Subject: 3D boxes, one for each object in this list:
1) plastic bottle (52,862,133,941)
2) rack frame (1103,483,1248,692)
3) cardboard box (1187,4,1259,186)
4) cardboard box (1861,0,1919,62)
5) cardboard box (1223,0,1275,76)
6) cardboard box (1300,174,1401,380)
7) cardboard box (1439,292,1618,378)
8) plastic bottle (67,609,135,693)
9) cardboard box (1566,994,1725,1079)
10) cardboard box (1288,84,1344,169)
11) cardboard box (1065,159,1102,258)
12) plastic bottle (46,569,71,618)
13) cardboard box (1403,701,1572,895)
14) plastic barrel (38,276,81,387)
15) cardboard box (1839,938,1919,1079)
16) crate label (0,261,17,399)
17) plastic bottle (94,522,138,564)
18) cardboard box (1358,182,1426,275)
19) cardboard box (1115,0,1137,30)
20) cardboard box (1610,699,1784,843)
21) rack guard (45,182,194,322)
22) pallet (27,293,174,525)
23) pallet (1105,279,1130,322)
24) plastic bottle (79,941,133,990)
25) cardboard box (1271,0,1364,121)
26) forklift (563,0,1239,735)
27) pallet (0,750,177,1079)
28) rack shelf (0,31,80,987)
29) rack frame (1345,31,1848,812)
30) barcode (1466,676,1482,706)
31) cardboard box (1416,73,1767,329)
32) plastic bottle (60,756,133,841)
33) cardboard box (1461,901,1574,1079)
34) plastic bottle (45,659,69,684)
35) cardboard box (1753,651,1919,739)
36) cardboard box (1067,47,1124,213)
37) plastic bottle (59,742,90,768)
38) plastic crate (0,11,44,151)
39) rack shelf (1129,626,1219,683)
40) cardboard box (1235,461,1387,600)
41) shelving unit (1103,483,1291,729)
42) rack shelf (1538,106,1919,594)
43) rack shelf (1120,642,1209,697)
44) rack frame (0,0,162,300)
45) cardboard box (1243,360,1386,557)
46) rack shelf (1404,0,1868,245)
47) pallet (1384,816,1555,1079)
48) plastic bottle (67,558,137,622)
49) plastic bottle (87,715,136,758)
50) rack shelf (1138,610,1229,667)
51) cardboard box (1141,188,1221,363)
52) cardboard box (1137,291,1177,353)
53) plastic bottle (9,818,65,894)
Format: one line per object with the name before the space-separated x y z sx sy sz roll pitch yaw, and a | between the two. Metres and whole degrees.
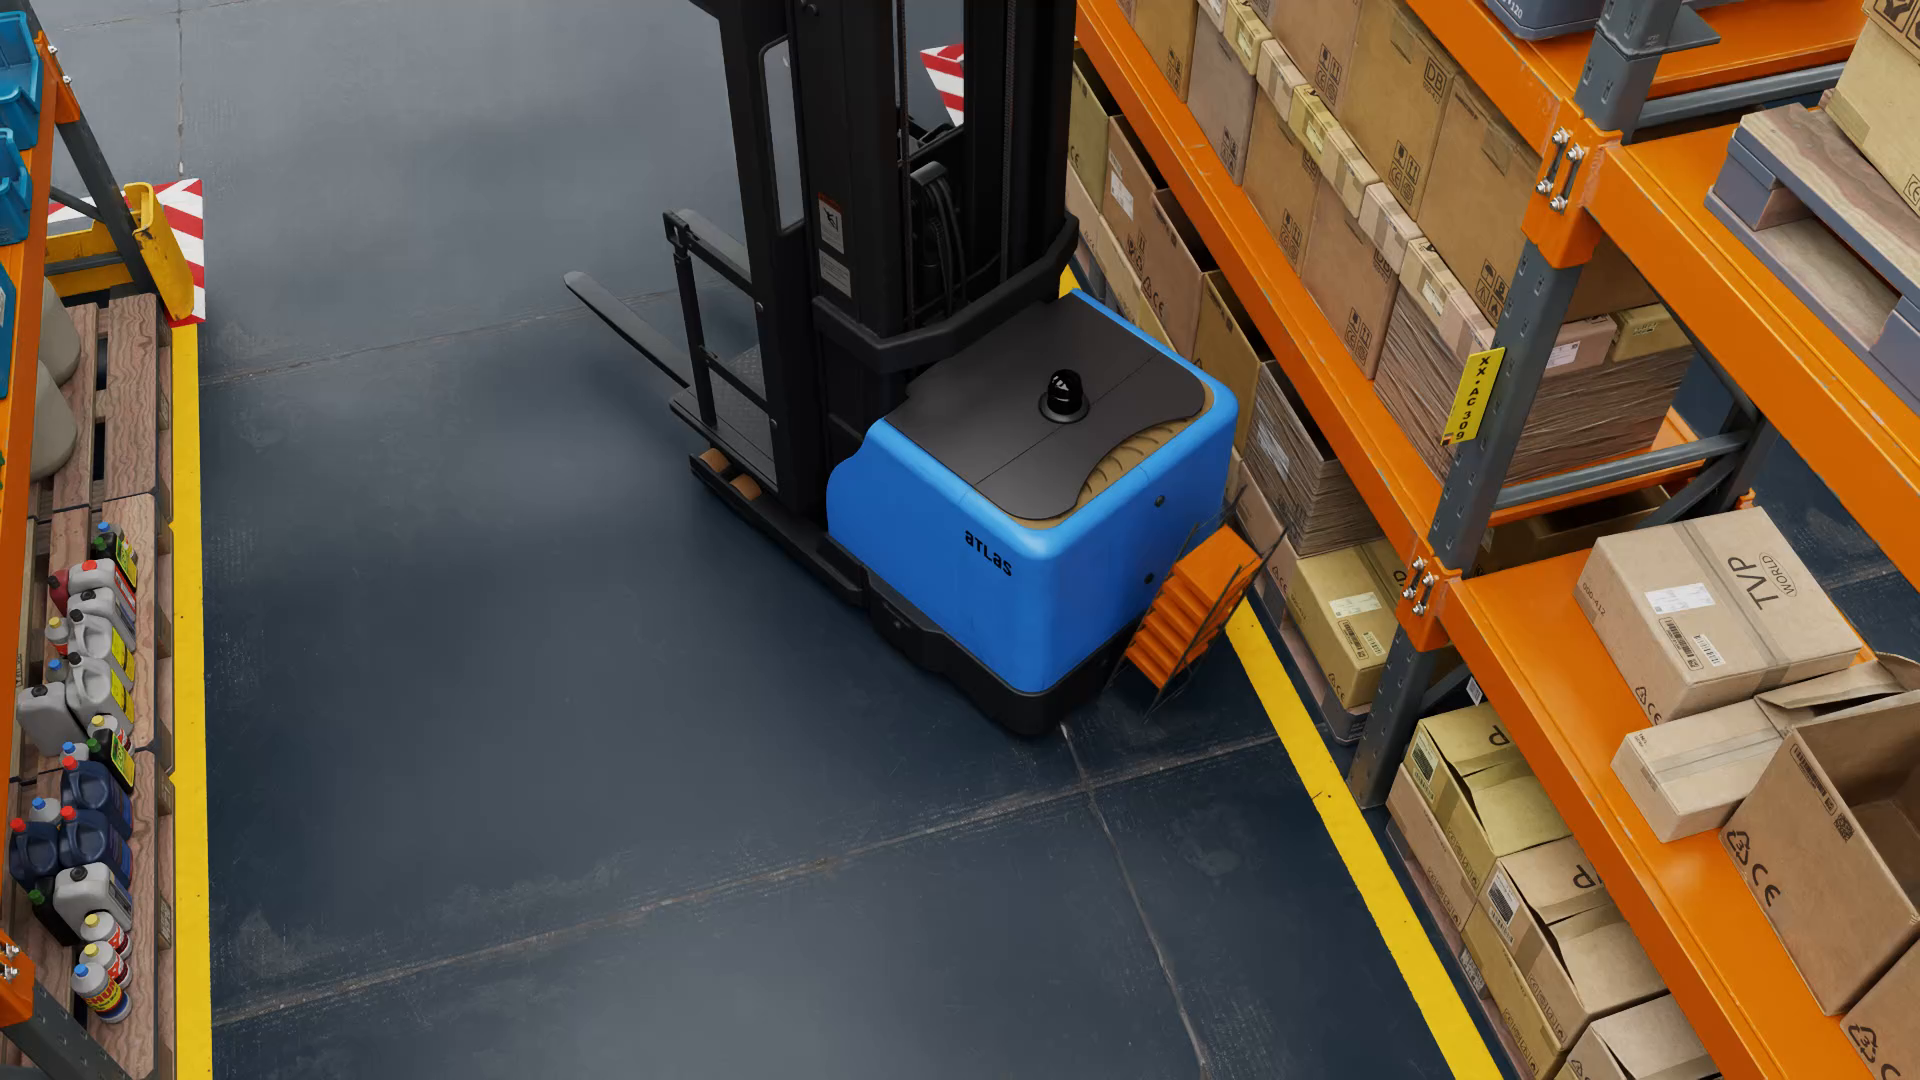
plastic bottle | -2.686 1.105 5.140 0.152 0.276 0.135 -12 51 -10
rack frame | 0.700 0.188 5.560 0.240 1.200 0.006 -36 72 -26
cardboard box | 1.247 -1.666 5.917 0.700 0.500 0.500 -12 51 -10
cardboard box | 1.989 -1.023 2.811 0.500 0.500 0.500 -13 51 -11
cardboard box | 1.103 -1.699 5.520 0.380 0.149 0.250 -12 51 -10
cardboard box | 1.544 -0.925 5.292 0.700 0.500 0.500 -14 51 -11
cardboard box | 1.559 -0.578 4.575 0.380 0.149 0.250 -13 51 -11
plastic bottle | -2.968 0.375 5.706 0.144 0.351 0.185 -11 51 -9
cardboard box | 2.025 1.486 4.482 0.500 0.311 0.500 -15 51 -12
cardboard box | 1.260 -1.322 5.202 0.380 0.149 0.250 -14 51 -11
cardboard box | 0.758 -1.551 7.409 0.500 0.250 0.500 -13 51 -11
plastic bottle | -3.163 0.200 5.898 0.061 0.283 0.133 -13 51 -11
cardboard box | 1.728 0.742 5.109 0.500 0.311 0.500 -13 51 -11
plastic barrel | -3.804 -0.861 6.656 0.421 0.512 0.421 0 50 0
cardboard box | 2.359 1.096 3.588 0.500 0.500 0.500 -13 51 -11
crate label | -3.269 -0.719 5.161 0.502 0.435 0.616 -13 51 -11
plastic bottle | -3.110 0.012 6.111 0.097 0.201 0.097 0 50 0
cardboard box | 1.408 -0.950 4.889 0.380 0.149 0.250 -15 51 -12
cardboard box | 0.947 -2.414 6.547 0.700 0.500 0.500 -12 51 -10
cardboard box | 1.911 0.588 4.247 0.380 0.149 0.250 -13 51 -11
rack guard | -4.005 -1.140 7.174 1.175 0.500 0.348 -13 51 -11
pallet | -3.769 -0.453 6.783 1.003 0.211 1.213 -13 51 -11
pallet | 1.284 -0.771 7.051 1.003 0.211 1.213 -13 51 -11
plastic bottle | -2.595 1.285 5.037 0.097 0.201 0.097 0 50 0
cardboard box | 1.408 -1.694 5.092 0.700 0.500 0.500 -13 51 -11
forklift | -0.433 -1.287 5.708 1.130 2.935 3.031 -36 59 -27
pallet | -3.048 1.329 5.281 1.003 0.211 1.213 -13 51 -11
rack shelf | -3.481 -0.298 5.300 1.077 0.370 4.000 -13 51 -11
rack frame | 1.844 -0.187 4.735 1.000 3.000 0.127 -13 51 -11
barcode | 1.522 0.448 4.919 0.001 0.075 0.075 -13 51 -11
cardboard box | 1.707 -0.960 4.473 0.700 0.500 0.500 -13 51 -11
plastic bottle | -2.787 0.821 5.330 0.144 0.351 0.185 -15 52 -13
cardboard box | 1.876 1.289 5.015 0.500 0.250 0.500 -12 51 -10
plastic bottle | -3.070 0.483 5.714 0.097 0.201 0.097 0 50 0
cardboard box | 2.279 0.457 4.280 0.396 0.266 0.258 -14 51 -12
cardboard box | 0.757 -1.792 7.122 0.500 0.500 0.500 -13 51 -11
plastic bottle | -2.866 0.748 5.444 0.097 0.271 0.097 0 50 0
plastic crate | -3.638 -1.645 6.062 0.499 0.251 0.616 -13 51 -11
rack shelf | 0.735 0.333 5.675 0.258 0.103 0.180 -36 72 -26
cardboard box | 1.359 -0.092 6.179 0.500 0.250 0.500 -13 51 -11
shelving unit | 0.761 0.251 5.535 0.258 1.200 0.189 -36 72 -26
rack shelf | 2.435 0.539 2.632 1.077 0.370 4.000 -13 51 -11
rack shelf | 0.716 0.392 5.777 0.258 0.103 0.180 -36 72 -26
rack frame | -4.072 -1.991 6.256 1.000 3.000 0.127 -13 51 -11
cardboard box | 1.361 -0.334 5.893 0.500 0.500 0.500 -13 51 -11
rack shelf | 1.252 -2.382 5.095 1.077 0.370 4.000 -13 51 -11
pallet | 2.099 1.241 5.355 1.003 0.211 1.213 -13 51 -11
plastic bottle | -3.062 0.178 5.922 0.152 0.276 0.135 -13 51 -11
plastic bottle | -2.849 0.658 5.566 0.097 0.201 0.097 0 50 0
rack shelf | 0.754 0.273 5.573 0.258 0.103 0.180 -36 72 -26
cardboard box | 1.048 -1.061 6.505 0.500 0.500 0.500 -13 51 -11
cardboard box | 1.049 -0.819 6.792 0.500 0.250 0.500 -13 51 -11
plastic bottle | -2.869 0.992 5.186 0.144 0.351 0.185 -13 51 -11
